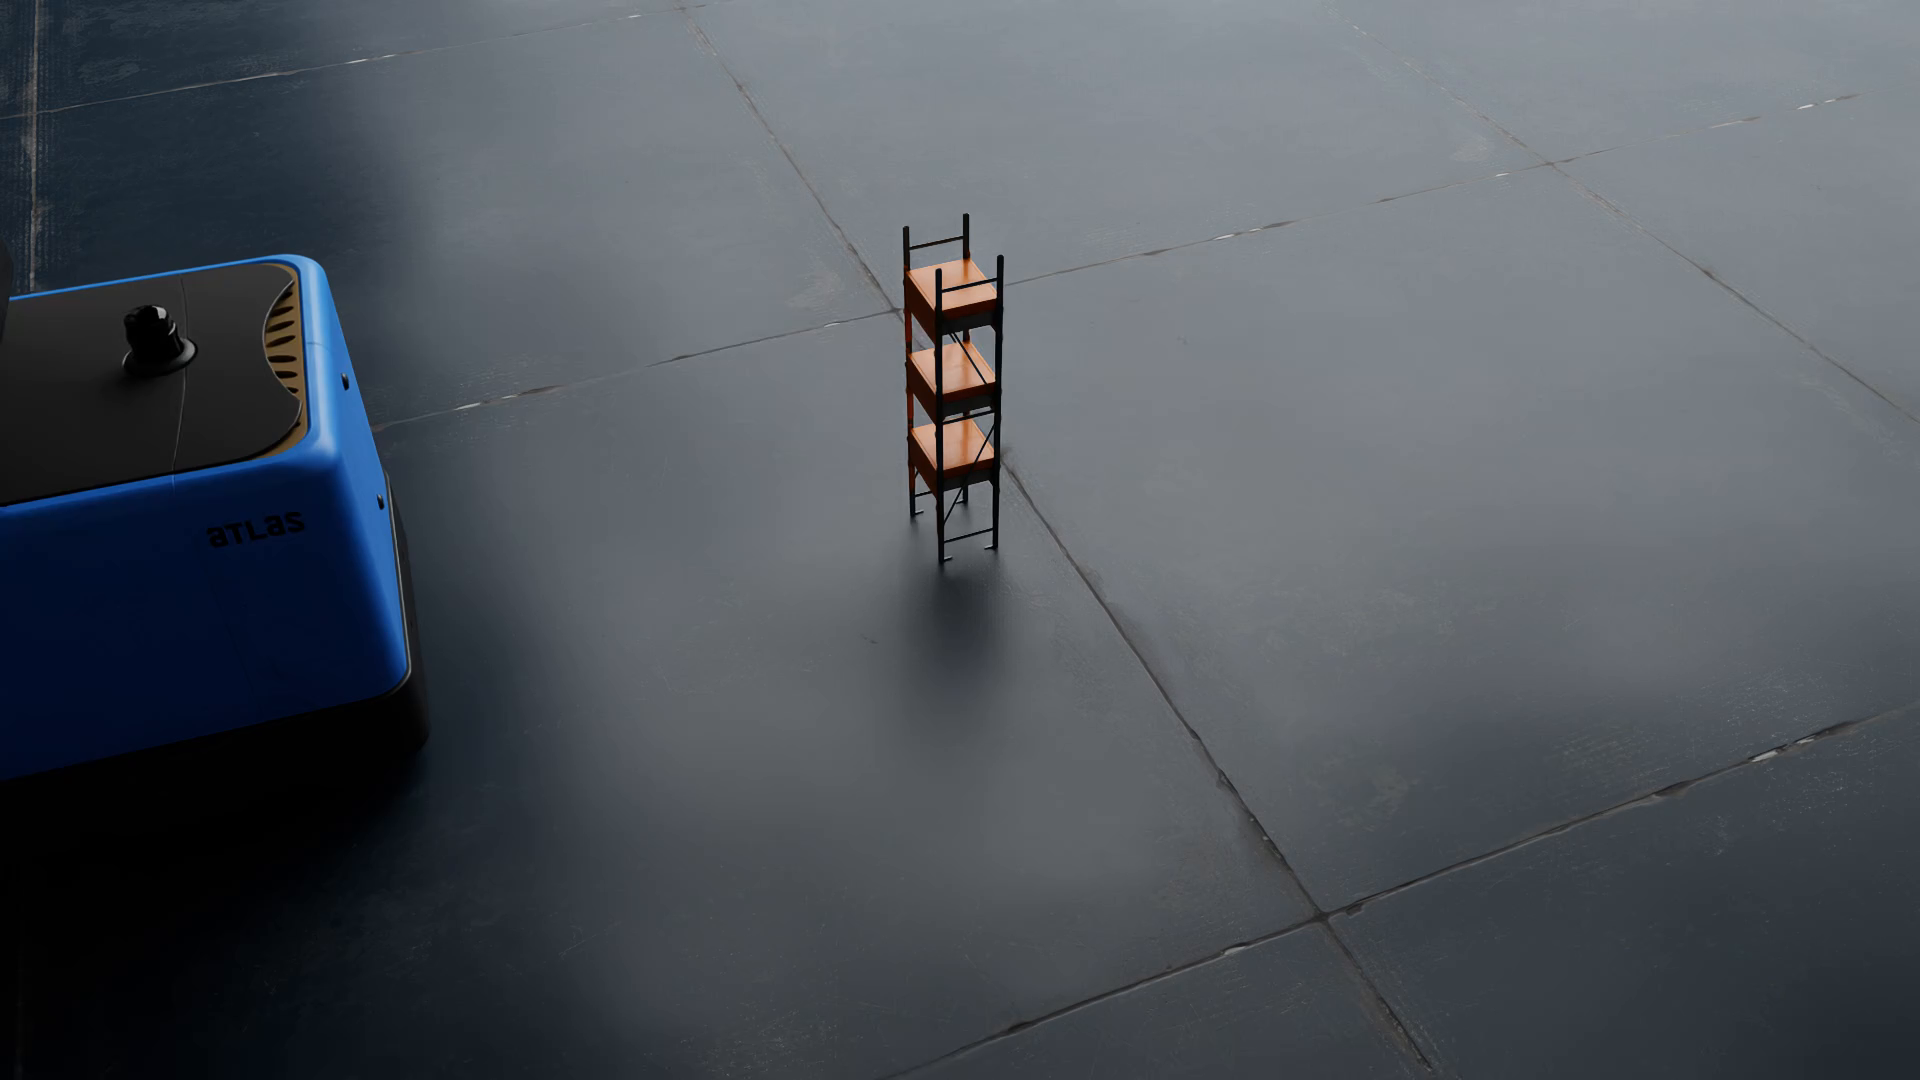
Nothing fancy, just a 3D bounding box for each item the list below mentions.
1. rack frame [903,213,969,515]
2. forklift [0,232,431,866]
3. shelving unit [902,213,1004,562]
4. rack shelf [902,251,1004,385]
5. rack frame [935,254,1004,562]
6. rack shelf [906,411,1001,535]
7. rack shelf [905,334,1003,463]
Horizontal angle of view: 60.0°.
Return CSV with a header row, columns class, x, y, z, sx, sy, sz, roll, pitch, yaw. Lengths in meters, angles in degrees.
class,x,y,z,sx,sy,sz,roll,pitch,yaw
rack frame,-0.067,-0.504,5.031,0.200,1.050,0.008,-15,43,-17
forklift,-3.016,-0.489,3.571,3.031,2.935,1.130,-12,42,-14
shelving unit,-0.020,-0.430,4.945,0.215,1.050,0.252,-15,43,-17
rack shelf,-0.020,-0.637,4.767,0.215,0.259,0.240,-15,43,-17
rack frame,0.026,-0.357,4.860,0.200,1.050,0.008,-15,43,-17
rack shelf,-0.020,-0.212,5.133,0.215,0.259,0.240,-15,43,-17
rack shelf,-0.020,-0.422,4.952,0.215,0.259,0.240,-15,43,-17
